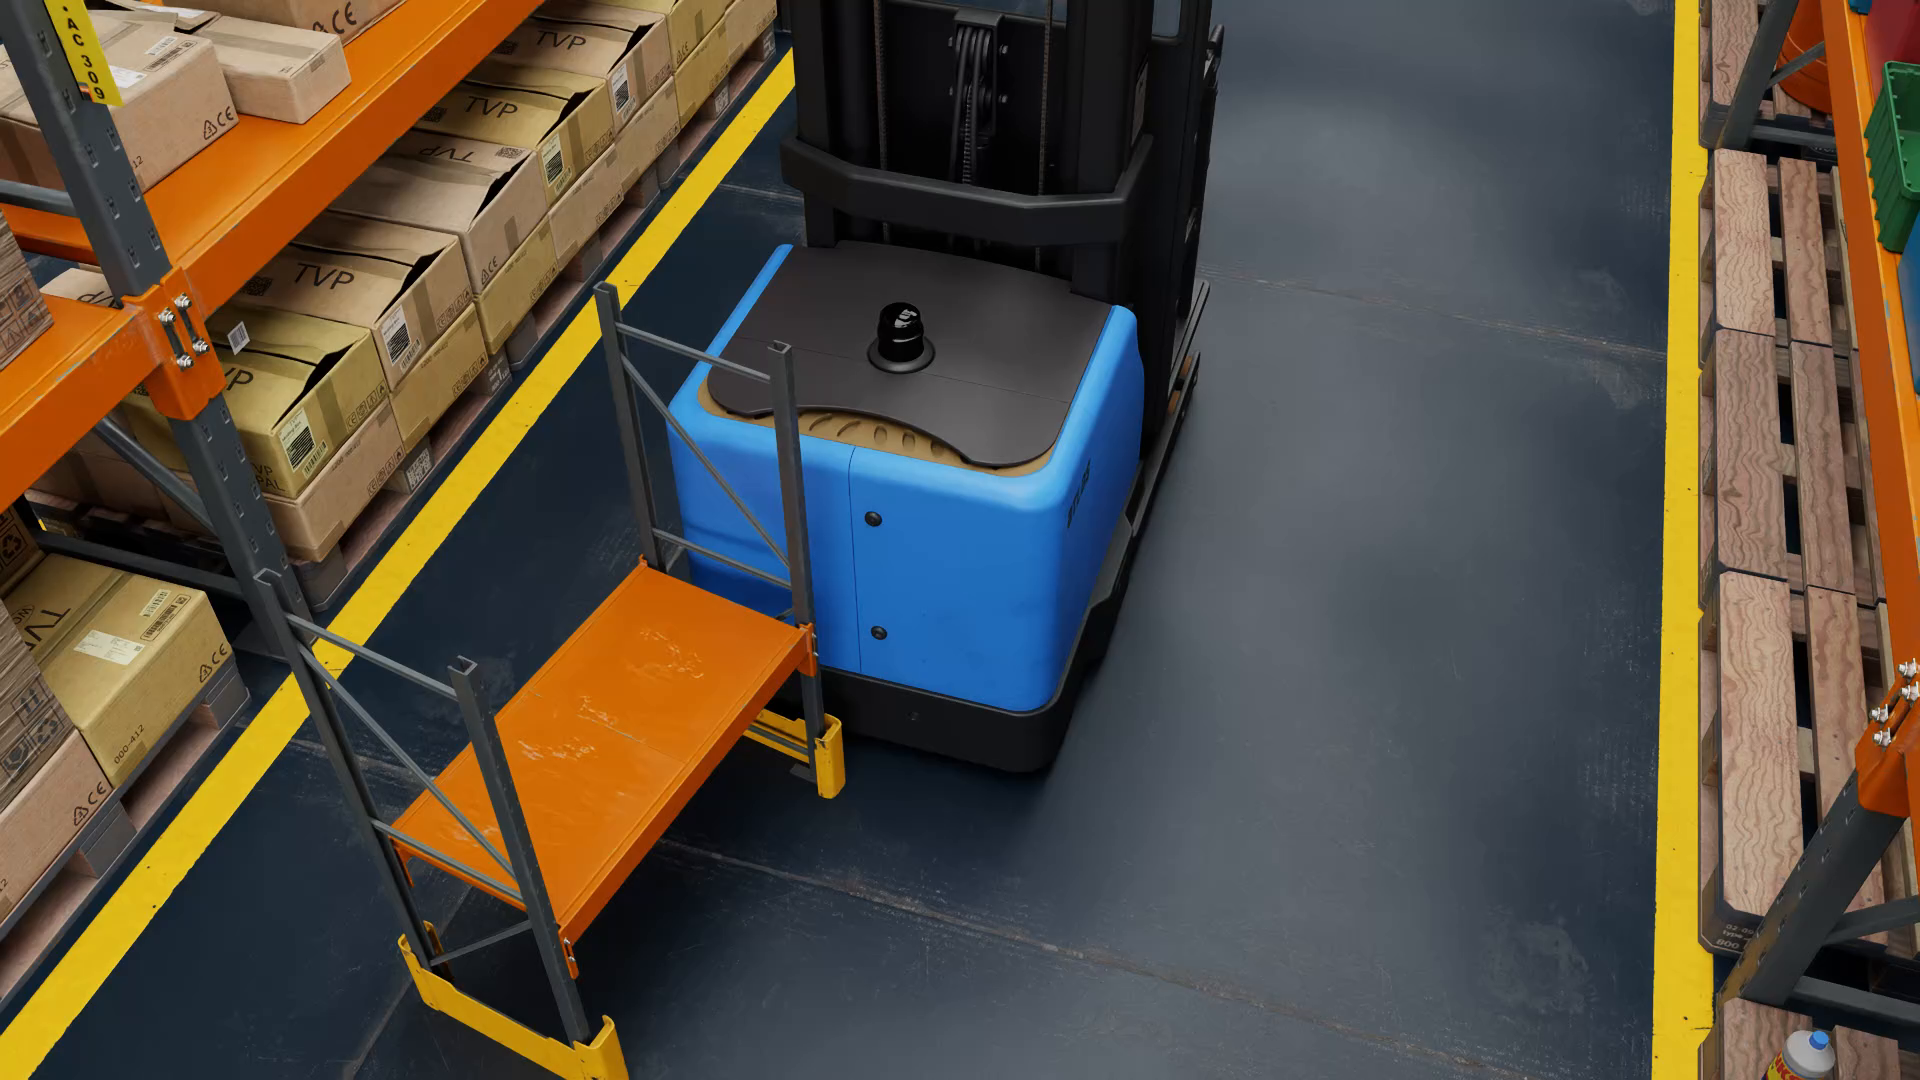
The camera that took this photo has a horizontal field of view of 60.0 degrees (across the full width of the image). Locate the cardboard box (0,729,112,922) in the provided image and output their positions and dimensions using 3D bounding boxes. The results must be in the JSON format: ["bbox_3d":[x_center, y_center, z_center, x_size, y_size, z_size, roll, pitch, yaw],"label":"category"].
[{"bbox_3d":[-2.494,0.669,4.088,0.500,0.250,0.500,13,46,13],"label":"cardboard box"}]

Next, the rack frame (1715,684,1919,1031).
[{"bbox_3d":[2.318,0.201,2.900,1.000,3.000,0.127,13,46,13],"label":"rack frame"}]

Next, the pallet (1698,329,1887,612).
[{"bbox_3d":[2.887,-0.150,5.252,1.003,0.211,1.213,13,46,13],"label":"pallet"}]

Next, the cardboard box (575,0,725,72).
[{"bbox_3d":[-1.265,-2.136,6.552,0.500,0.311,0.500,12,46,12],"label":"cardboard box"}]

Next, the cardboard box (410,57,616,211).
[{"bbox_3d":[-1.575,-1.466,5.868,0.500,0.311,0.500,14,46,14],"label":"cardboard box"}]

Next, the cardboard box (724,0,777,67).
[{"bbox_3d":[-1.117,-2.282,7.103,0.500,0.250,0.500,14,46,13],"label":"cardboard box"}]

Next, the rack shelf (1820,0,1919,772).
[{"bbox_3d":[2.924,-0.875,4.514,1.077,0.370,4.000,13,46,13],"label":"rack shelf"}]

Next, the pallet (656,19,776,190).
[{"bbox_3d":[-1.477,-1.980,7.122,1.003,0.211,1.213,13,46,13],"label":"pallet"}]

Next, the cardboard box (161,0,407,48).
[{"bbox_3d":[-1.994,-1.746,4.818,0.500,0.500,0.500,16,47,15],"label":"cardboard box"}]

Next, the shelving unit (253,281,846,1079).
[{"bbox_3d":[-0.820,0.359,3.811,0.587,1.500,1.083,21,48,20],"label":"shelving unit"}]

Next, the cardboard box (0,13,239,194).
[{"bbox_3d":[-2.294,-1.134,4.372,0.500,0.250,0.500,15,46,15],"label":"cardboard box"}]

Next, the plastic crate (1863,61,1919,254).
[{"bbox_3d":[2.577,-0.944,4.221,0.450,0.188,0.662,13,46,13],"label":"plastic crate"}]

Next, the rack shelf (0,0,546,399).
[{"bbox_3d":[-1.796,-1.927,5.589,1.077,0.370,4.000,13,46,13],"label":"rack shelf"}]

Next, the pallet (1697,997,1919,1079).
[{"bbox_3d":[2.075,1.637,3.427,1.003,0.211,1.213,13,46,13],"label":"pallet"}]

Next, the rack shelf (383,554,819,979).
[{"bbox_3d":[-0.824,0.493,3.931,0.538,0.185,1.000,21,48,20],"label":"rack shelf"}]

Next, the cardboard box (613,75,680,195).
[{"bbox_3d":[-1.425,-1.603,6.409,0.500,0.250,0.500,14,46,13],"label":"cardboard box"}]

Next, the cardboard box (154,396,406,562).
[{"bbox_3d":[-2.043,-0.234,5.010,0.500,0.250,0.500,12,46,12],"label":"cardboard box"}]

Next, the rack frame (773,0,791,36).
[{"bbox_3d":[-1.190,-3.517,6.699,1.000,3.000,0.127,13,46,13],"label":"rack frame"}]

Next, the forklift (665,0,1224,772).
[{"bbox_3d":[0.190,-1.468,4.654,1.130,2.935,3.031,12,46,12],"label":"forklift"}]

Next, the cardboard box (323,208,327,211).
[{"bbox_3d":[-2.247,-1.229,5.626,0.500,0.311,0.500,12,46,12],"label":"cardboard box"}]

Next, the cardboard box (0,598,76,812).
[{"bbox_3d":[-2.496,0.400,3.826,0.500,0.500,0.500,13,46,13],"label":"cardboard box"}]

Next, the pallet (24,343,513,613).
[{"bbox_3d":[-2.216,-0.353,5.460,1.003,0.211,1.213,13,46,13],"label":"pallet"}]

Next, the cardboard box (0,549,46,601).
[{"bbox_3d":[-2.831,0.227,4.539,0.500,0.250,0.500,13,46,13],"label":"cardboard box"}]

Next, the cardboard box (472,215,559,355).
[{"bbox_3d":[-1.733,-0.921,5.712,0.500,0.250,0.500,11,45,11],"label":"cardboard box"}]

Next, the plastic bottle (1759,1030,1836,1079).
[{"bbox_3d":[1.804,1.138,3.578,0.097,0.271,0.097,0,44,0],"label":"plastic bottle"}]

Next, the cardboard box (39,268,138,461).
[{"bbox_3d":[-2.552,-0.549,4.931,0.500,0.311,0.500,13,46,13],"label":"cardboard box"}]

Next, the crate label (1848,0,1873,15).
[{"bbox_3d":[2.971,-1.873,4.994,0.502,0.435,0.616,13,46,13],"label":"crate label"}]

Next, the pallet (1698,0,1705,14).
[{"bbox_3d":[4.100,-2.813,7.974,1.003,0.211,1.213,13,46,13],"label":"pallet"}]

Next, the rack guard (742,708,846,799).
[{"bbox_3d":[-0.585,0.499,4.562,0.587,0.250,0.087,21,48,20],"label":"rack guard"}]

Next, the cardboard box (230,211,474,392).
[{"bbox_3d":[-1.882,-0.774,5.161,0.500,0.311,0.500,12,46,12],"label":"cardboard box"}]

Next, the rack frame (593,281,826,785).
[{"bbox_3d":[-0.585,0.051,4.125,0.500,1.500,0.032,21,48,20],"label":"rack frame"}]

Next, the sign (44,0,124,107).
[{"bbox_3d":[-1.872,-1.072,3.525,0.100,0.325,0.005,13,46,13],"label":"sign"}]
